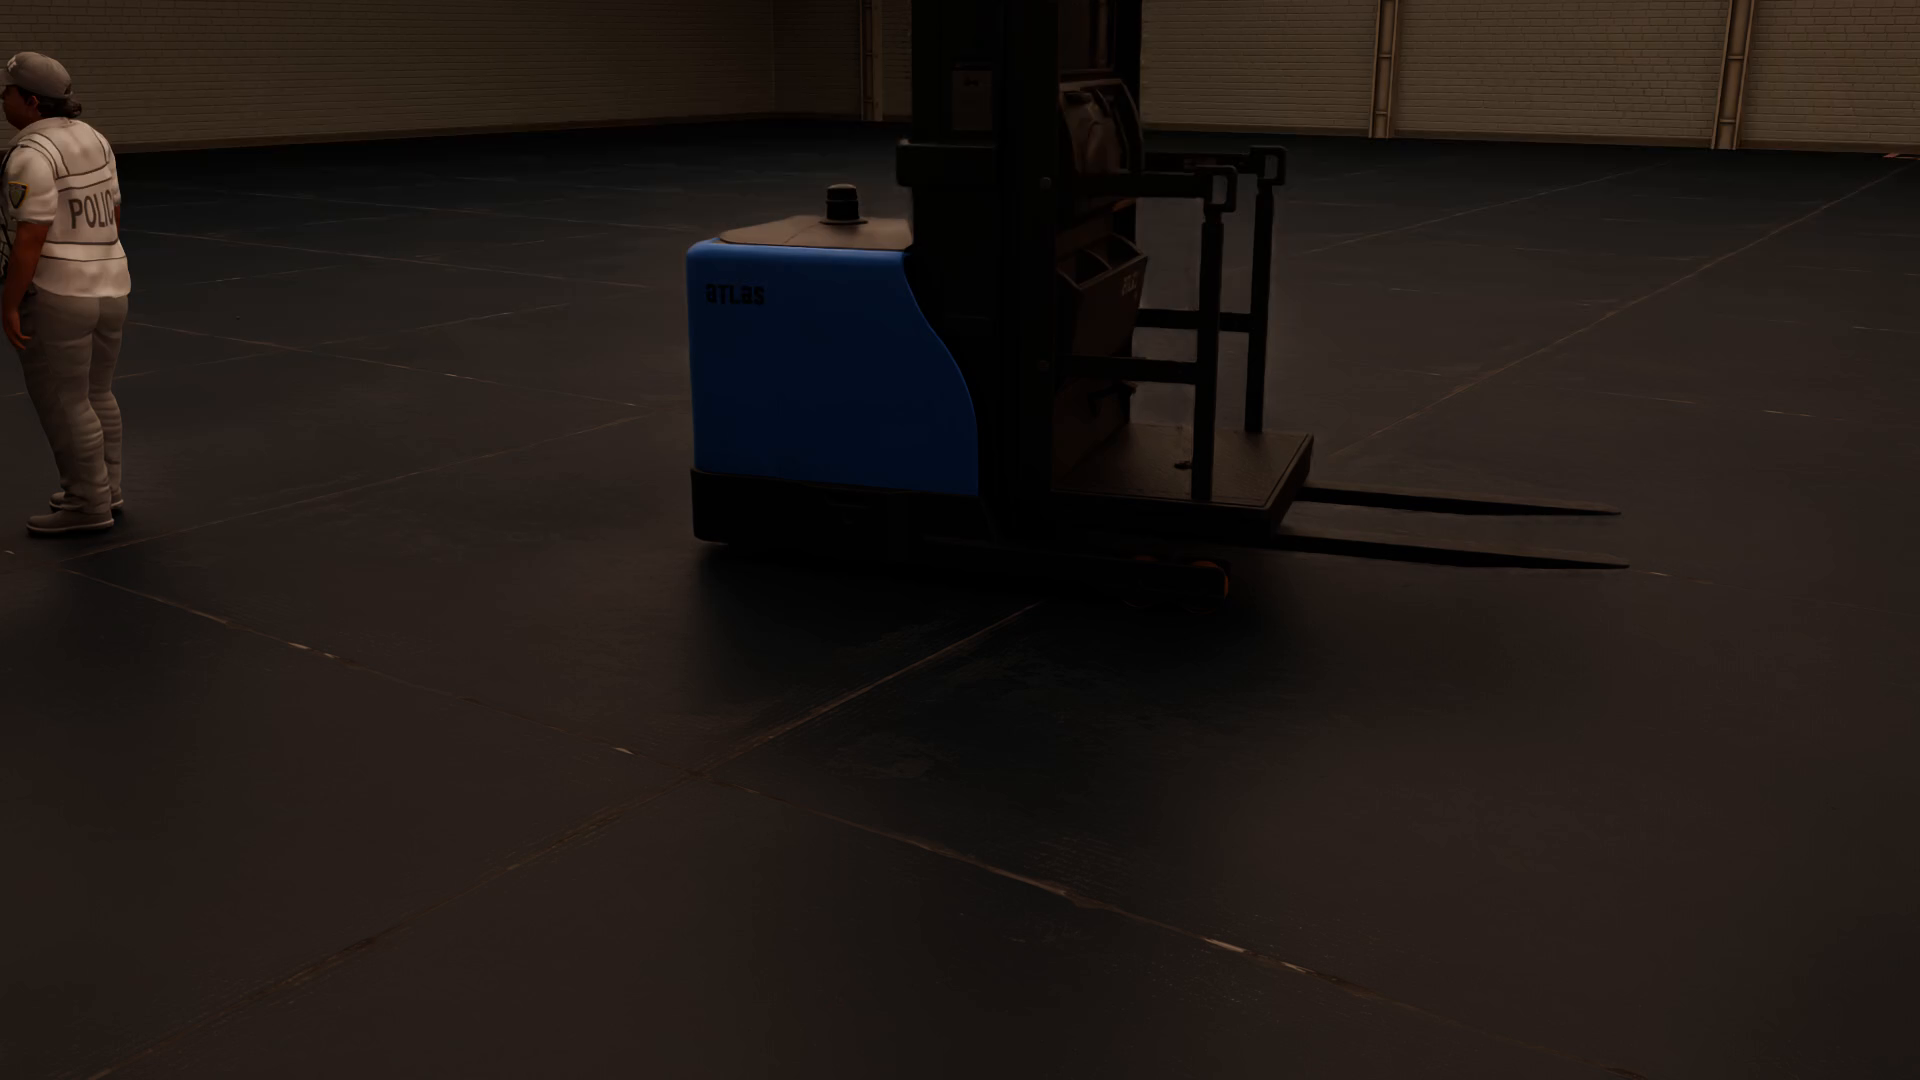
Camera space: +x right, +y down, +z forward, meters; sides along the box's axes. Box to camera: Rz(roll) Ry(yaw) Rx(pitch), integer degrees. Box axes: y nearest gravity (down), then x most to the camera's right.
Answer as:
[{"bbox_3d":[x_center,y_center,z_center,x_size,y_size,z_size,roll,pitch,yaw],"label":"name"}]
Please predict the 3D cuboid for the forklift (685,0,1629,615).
[{"bbox_3d":[0.649,-1.343,5.323,3.031,2.935,1.130,6,18,18],"label":"forklift"}]

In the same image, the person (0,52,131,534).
[{"bbox_3d":[-3.221,-0.848,5.868,0.530,1.659,0.597,1,17,4],"label":"person"}]
